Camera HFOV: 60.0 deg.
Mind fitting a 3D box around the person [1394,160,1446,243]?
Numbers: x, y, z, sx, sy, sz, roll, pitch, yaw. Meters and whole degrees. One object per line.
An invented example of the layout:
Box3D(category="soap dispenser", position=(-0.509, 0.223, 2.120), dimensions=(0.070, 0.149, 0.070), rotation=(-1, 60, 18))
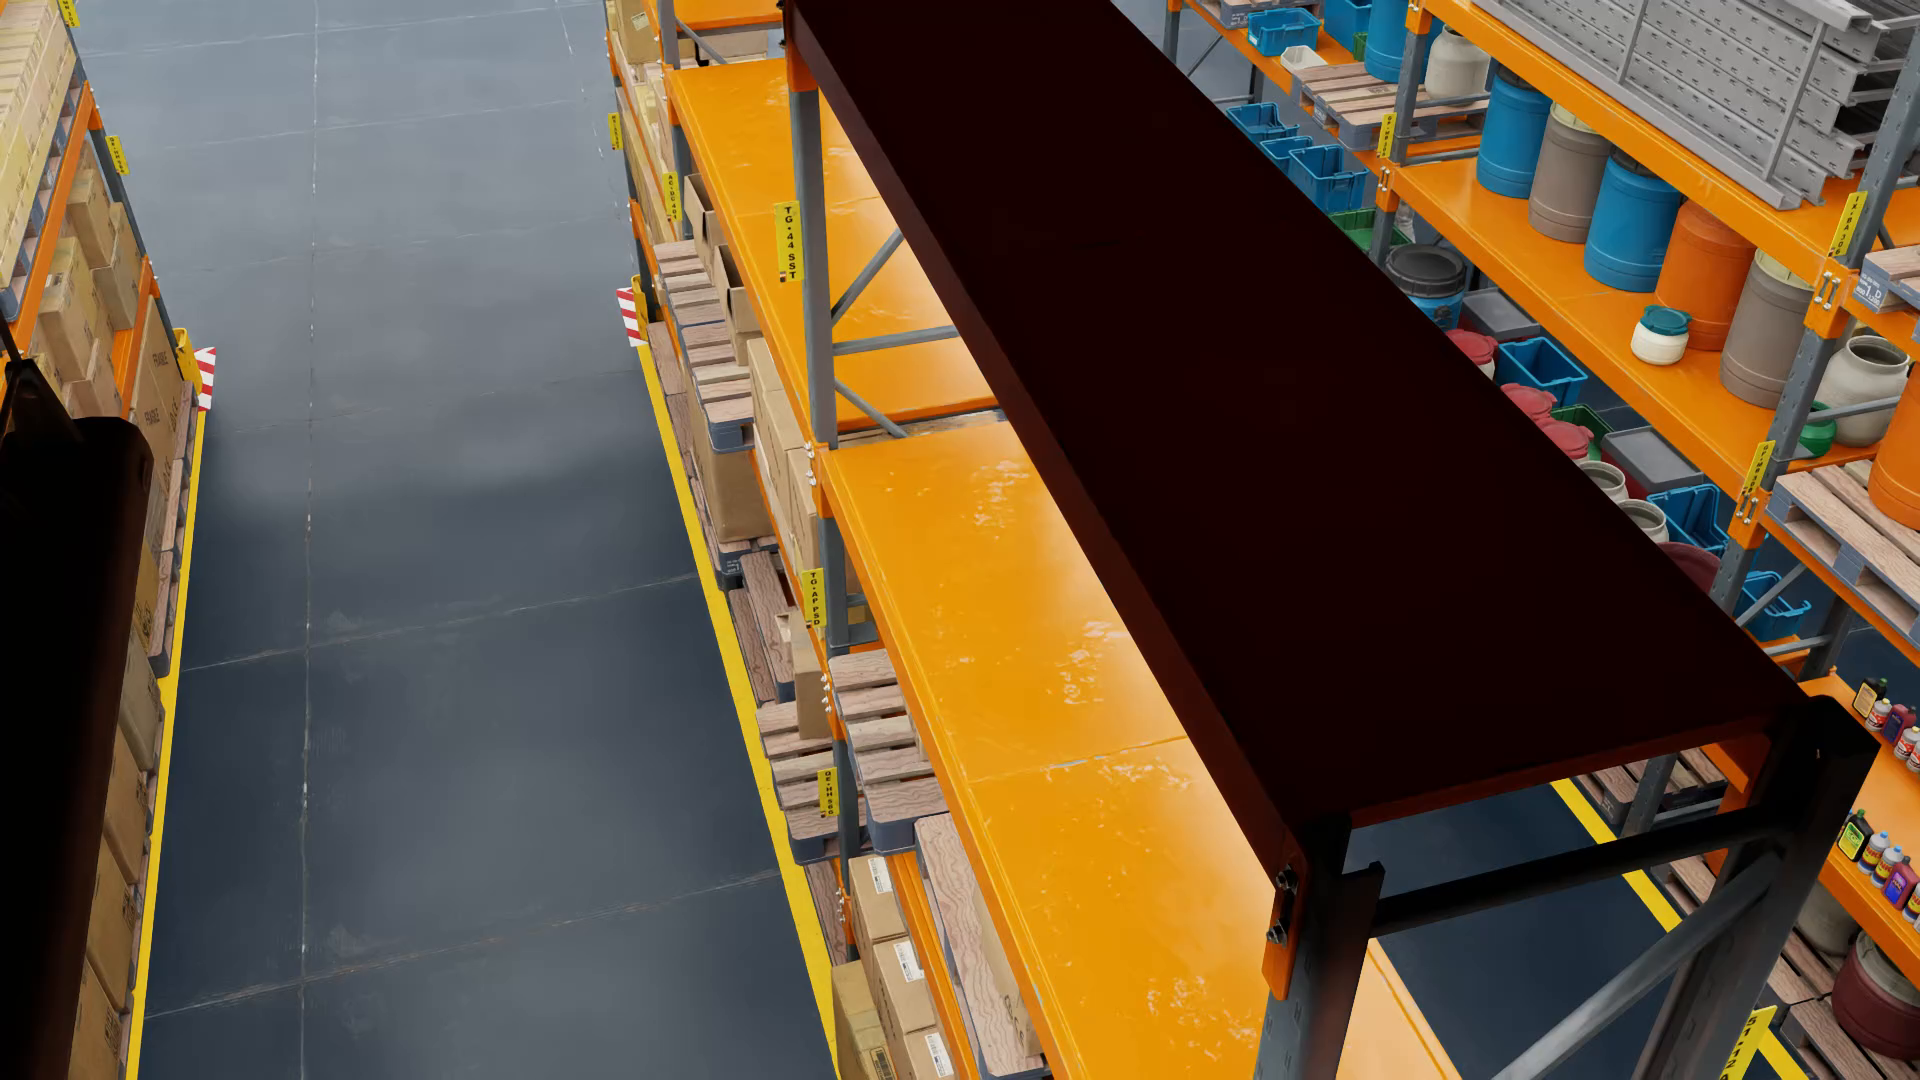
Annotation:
Box3D(category="person", position=(4.209, -3.366, 15.698), dimensions=(0.703, 1.763, 0.567), rotation=(22, 43, 25))
